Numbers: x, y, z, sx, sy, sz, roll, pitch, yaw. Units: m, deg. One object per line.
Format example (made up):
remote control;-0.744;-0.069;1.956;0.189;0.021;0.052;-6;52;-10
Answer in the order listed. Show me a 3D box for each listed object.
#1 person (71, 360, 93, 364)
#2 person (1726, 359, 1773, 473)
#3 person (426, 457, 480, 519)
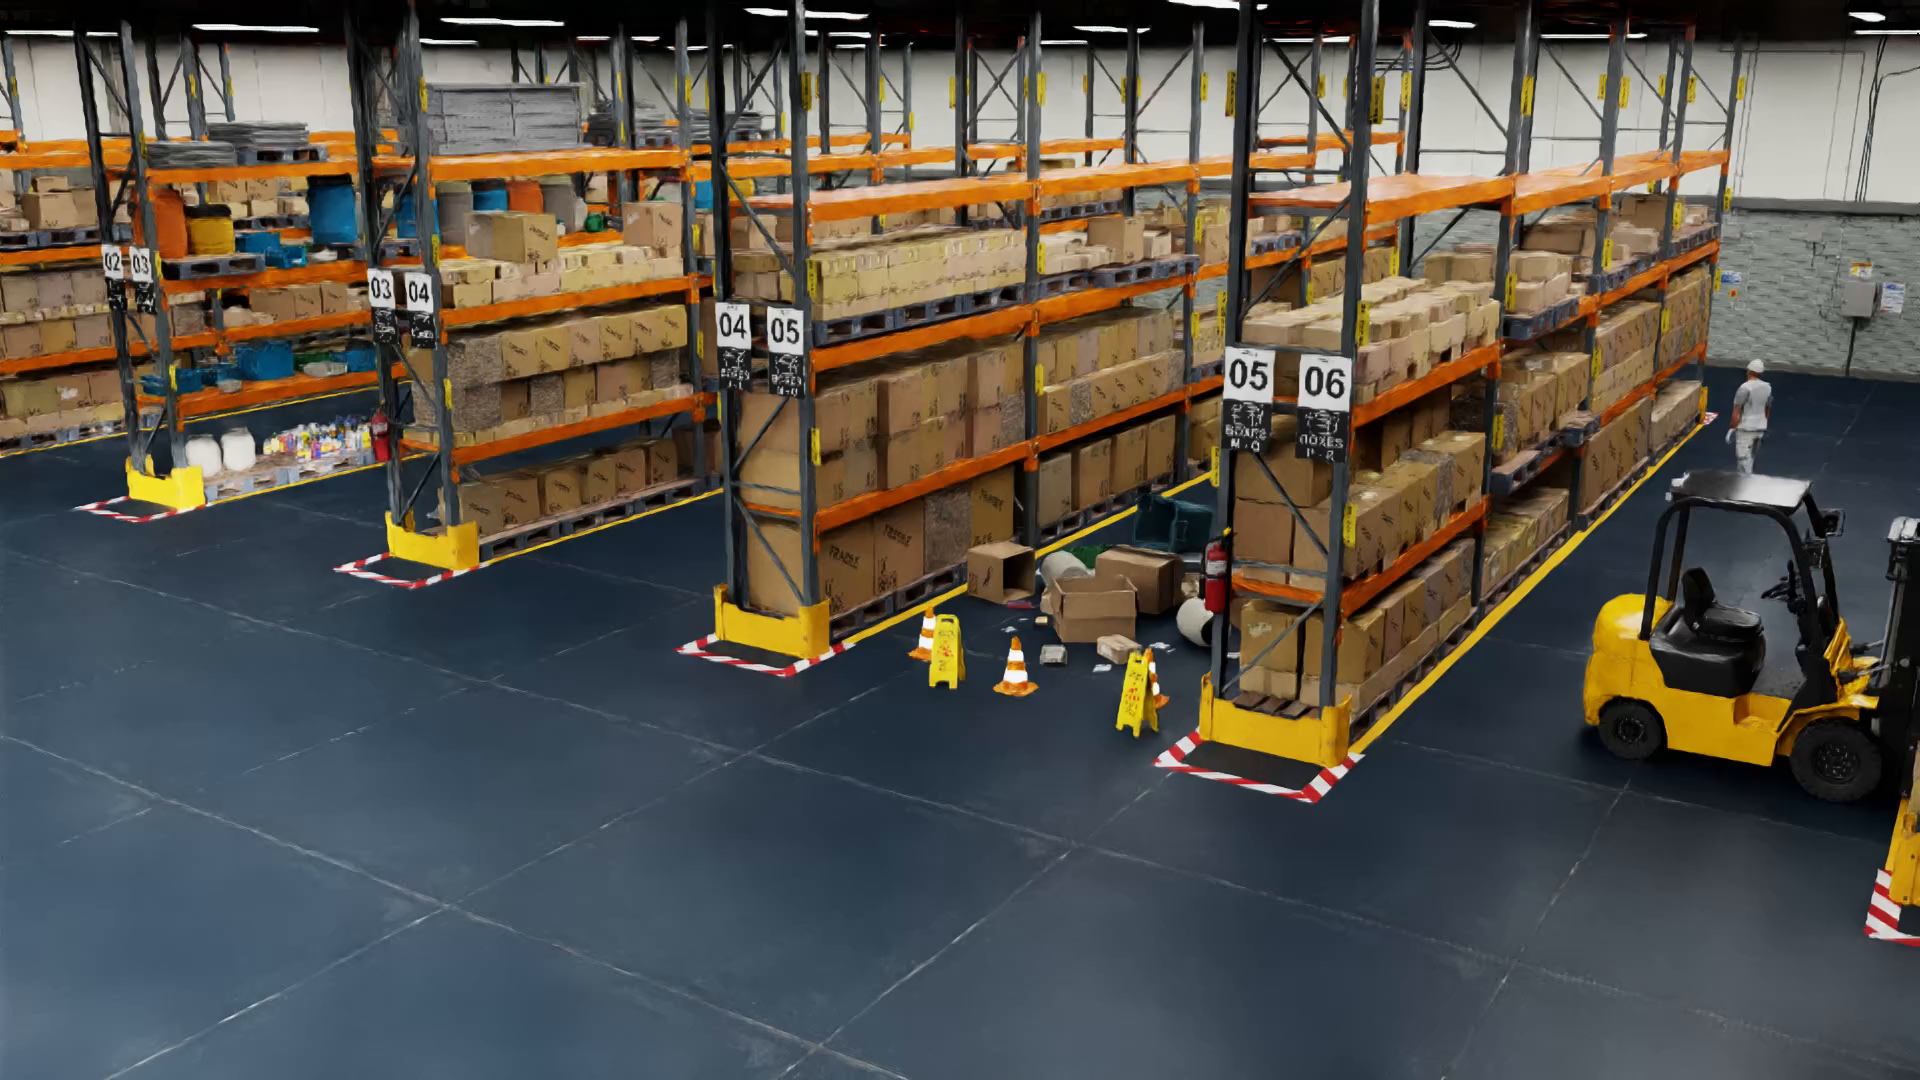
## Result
person;-13.979;-2.901;26.459;0.540;1.676;1.120;9;18;29
person;9.836;-1.382;20.801;0.655;1.785;0.577;-8;17;-27
person;-6.178;-1.162;20.168;0.566;1.706;1.122;11;19;34
